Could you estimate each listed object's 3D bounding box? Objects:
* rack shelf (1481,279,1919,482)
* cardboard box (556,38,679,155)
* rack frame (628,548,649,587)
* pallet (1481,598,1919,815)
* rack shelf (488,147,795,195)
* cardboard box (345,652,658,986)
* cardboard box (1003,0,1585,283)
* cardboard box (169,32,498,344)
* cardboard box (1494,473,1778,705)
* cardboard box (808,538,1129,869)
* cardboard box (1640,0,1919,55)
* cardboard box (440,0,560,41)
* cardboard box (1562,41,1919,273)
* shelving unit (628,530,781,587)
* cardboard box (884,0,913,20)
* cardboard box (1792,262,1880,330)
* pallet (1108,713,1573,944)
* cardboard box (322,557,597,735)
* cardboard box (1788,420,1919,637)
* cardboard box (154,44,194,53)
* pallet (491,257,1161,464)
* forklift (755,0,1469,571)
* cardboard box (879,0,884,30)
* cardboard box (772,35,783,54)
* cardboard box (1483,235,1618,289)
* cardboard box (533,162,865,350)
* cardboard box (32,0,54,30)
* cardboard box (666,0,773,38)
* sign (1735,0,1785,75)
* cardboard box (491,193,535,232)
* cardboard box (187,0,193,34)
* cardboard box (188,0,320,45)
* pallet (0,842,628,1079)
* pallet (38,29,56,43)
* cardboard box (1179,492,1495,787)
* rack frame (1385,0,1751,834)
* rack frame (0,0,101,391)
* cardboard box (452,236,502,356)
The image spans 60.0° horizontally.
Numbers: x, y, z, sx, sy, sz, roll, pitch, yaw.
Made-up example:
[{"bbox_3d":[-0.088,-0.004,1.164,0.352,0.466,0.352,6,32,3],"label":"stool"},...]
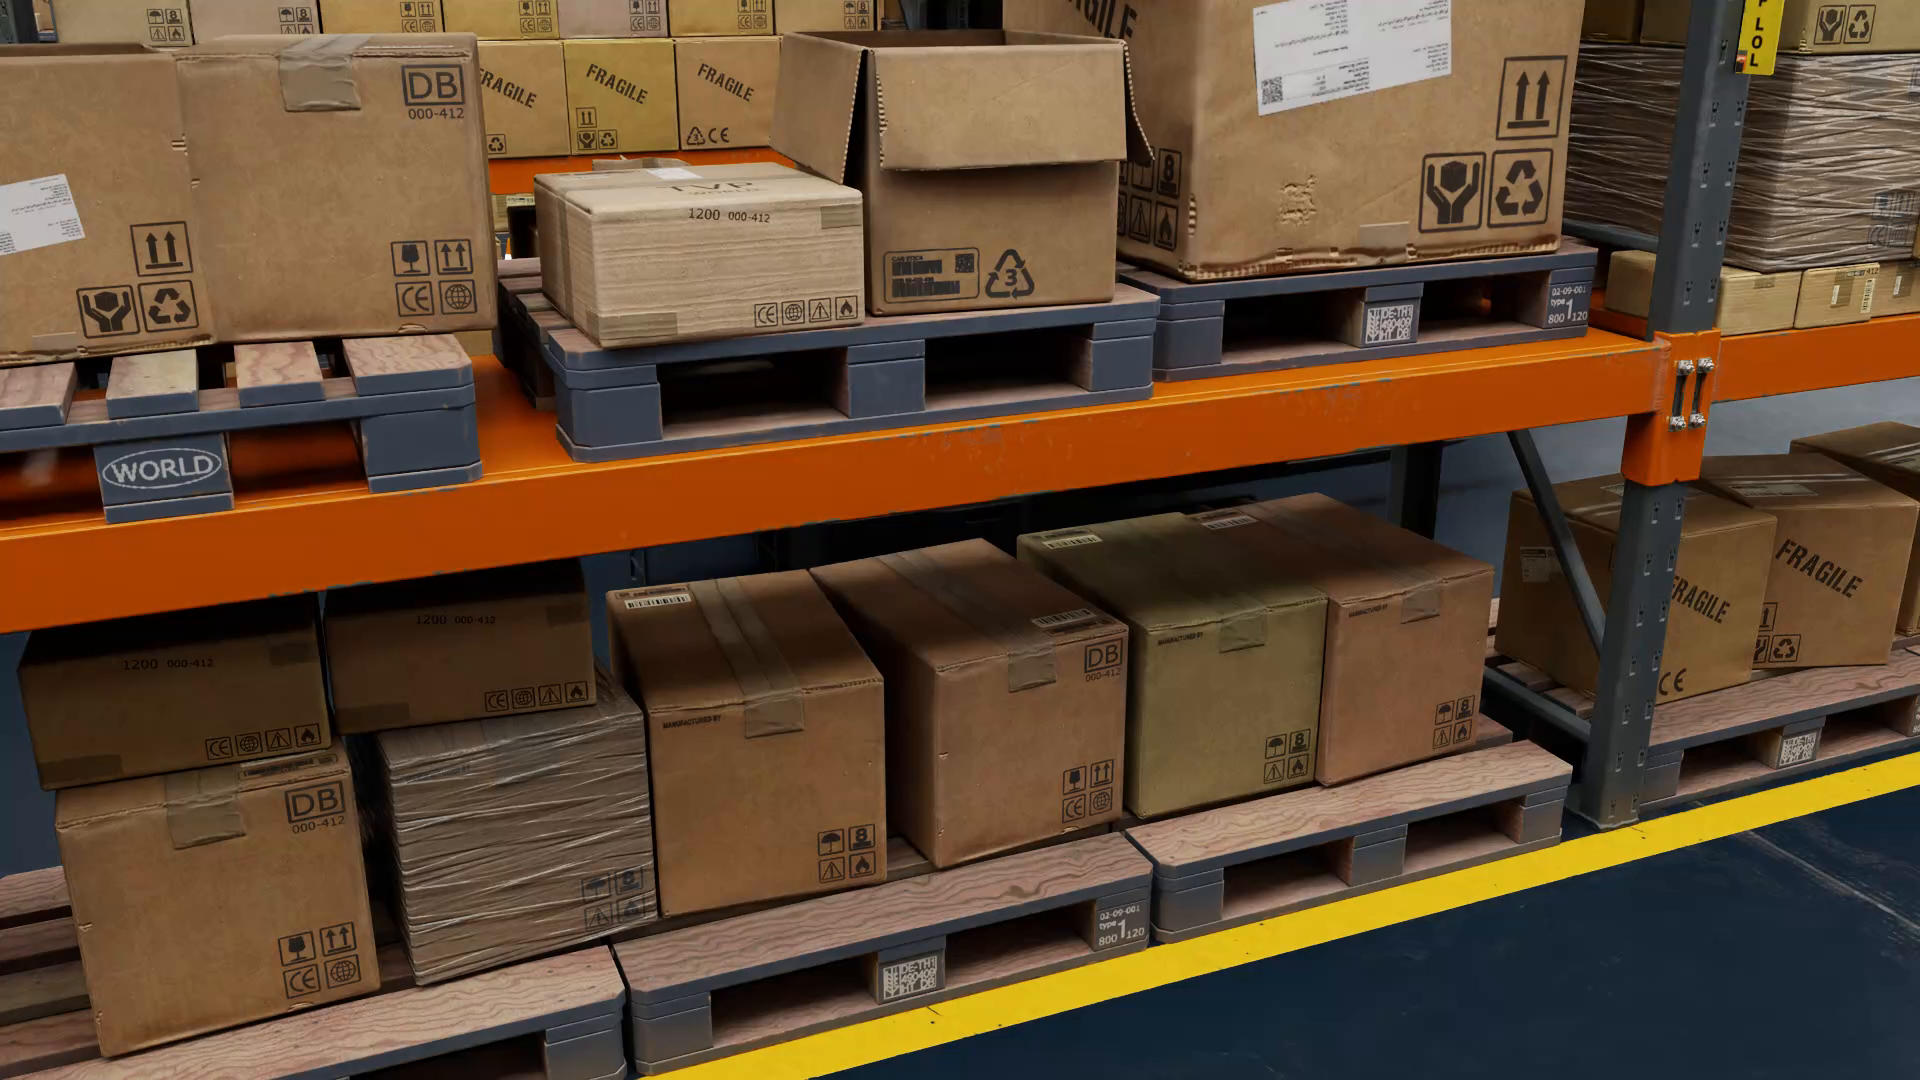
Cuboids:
[{"bbox_3d":[3.372,-0.732,5.168,4.000,0.370,1.077,-8,21,-22],"label":"rack shelf"},{"bbox_3d":[-1.638,-2.098,7.814,0.500,0.500,0.500,-8,21,-21],"label":"cardboard box"},{"bbox_3d":[-1.159,-0.391,5.825,0.015,1.200,0.240,-9,21,-23],"label":"rack frame"},{"bbox_3d":[2.138,0.408,5.046,1.213,0.211,1.003,-8,21,-22],"label":"pallet"},{"bbox_3d":[-2.173,-1.732,8.007,4.000,0.370,1.077,-8,21,-22],"label":"rack shelf"},{"bbox_3d":[-1.026,0.518,3.635,0.500,0.500,0.700,-10,22,-26],"label":"cardboard box"},{"bbox_3d":[0.750,-1.228,3.957,1.000,1.000,1.000,-8,21,-22],"label":"cardboard box"},{"bbox_3d":[-1.185,-0.715,3.252,0.500,0.500,0.700,-5,20,-14],"label":"cardboard box"},{"bbox_3d":[1.918,0.132,4.762,0.500,0.500,0.500,-9,21,-24],"label":"cardboard box"},{"bbox_3d":[0.004,0.368,4.062,0.500,0.500,0.700,-10,22,-27],"label":"cardboard box"},{"bbox_3d":[2.049,-1.449,4.018,0.500,0.500,0.500,-8,21,-22],"label":"cardboard box"},{"bbox_3d":[-2.190,-2.585,7.692,0.500,0.500,0.700,-8,21,-22],"label":"cardboard box"},{"bbox_3d":[1.973,-1.036,4.350,0.500,0.500,0.875,-8,21,-22],"label":"cardboard box"},{"bbox_3d":[-0.937,-0.424,5.920,0.503,1.200,0.258,-9,21,-23],"label":"shelving unit"},{"bbox_3d":[0.016,-2.952,8.539,0.550,0.550,0.875,-8,21,-22],"label":"cardboard box"},{"bbox_3d":[2.086,-0.655,4.245,0.250,0.149,0.380,-8,21,-22],"label":"cardboard box"},{"bbox_3d":[0.821,0.610,4.473,1.213,0.211,1.003,-8,21,-22],"label":"pallet"},{"bbox_3d":[-1.051,0.165,3.508,0.500,0.250,0.500,-6,20,-16],"label":"cardboard box"},{"bbox_3d":[2.980,-0.051,5.282,0.500,0.500,0.500,-10,22,-27],"label":"cardboard box"},{"bbox_3d":[-3.490,-1.832,7.058,0.500,0.500,0.500,-8,21,-21],"label":"cardboard box"},{"bbox_3d":[-0.336,-0.465,3.614,1.213,0.211,1.003,-8,21,-22],"label":"pallet"},{"bbox_3d":[0.656,-1.500,6.370,3.031,2.935,1.130,-9,21,-23],"label":"forklift"},{"bbox_3d":[-0.502,-4.199,13.332,0.500,0.500,0.500,-8,21,-21],"label":"cardboard box"},{"bbox_3d":[-0.710,-2.231,8.192,0.500,0.500,0.500,-8,21,-22],"label":"cardboard box"},{"bbox_3d":[1.616,-0.808,4.678,0.250,0.149,0.380,-8,21,-22],"label":"cardboard box"},{"bbox_3d":[-0.508,-0.560,3.189,0.500,0.250,0.500,-9,21,-23],"label":"cardboard box"},{"bbox_3d":[-8.567,-5.043,15.544,0.500,0.500,0.500,-7,21,-19],"label":"cardboard box"},{"bbox_3d":[-1.262,-2.718,8.068,0.500,0.500,0.700,-9,21,-23],"label":"cardboard box"},{"bbox_3d":[1.758,-1.186,3.630,0.005,0.325,0.100,-8,21,-22],"label":"sign"},{"bbox_3d":[-3.530,-2.624,12.782,0.625,0.372,0.950,-7,21,-19],"label":"cardboard box"},{"bbox_3d":[-5.082,-3.749,11.423,0.500,0.500,0.500,-7,21,-19],"label":"cardboard box"},{"bbox_3d":[-3.130,-2.450,7.307,0.500,0.500,0.700,-8,21,-23],"label":"cardboard box"},{"bbox_3d":[-1.420,0.931,3.561,1.213,0.211,1.003,-8,21,-22],"label":"pallet"},{"bbox_3d":[-8.627,-4.616,15.406,1.003,0.211,1.213,-8,21,-22],"label":"pallet"},{"bbox_3d":[0.963,0.237,4.433,0.500,0.500,0.700,-10,22,-26],"label":"cardboard box"},{"bbox_3d":[1.535,-0.808,4.302,0.127,3.000,1.000,-8,21,-22],"label":"rack frame"},{"bbox_3d":[-4.010,-1.808,7.141,0.127,3.000,1.000,-8,21,-22],"label":"rack frame"},{"bbox_3d":[-2.613,-1.114,7.924,0.750,0.750,1.050,-8,21,-21],"label":"cardboard box"}]
